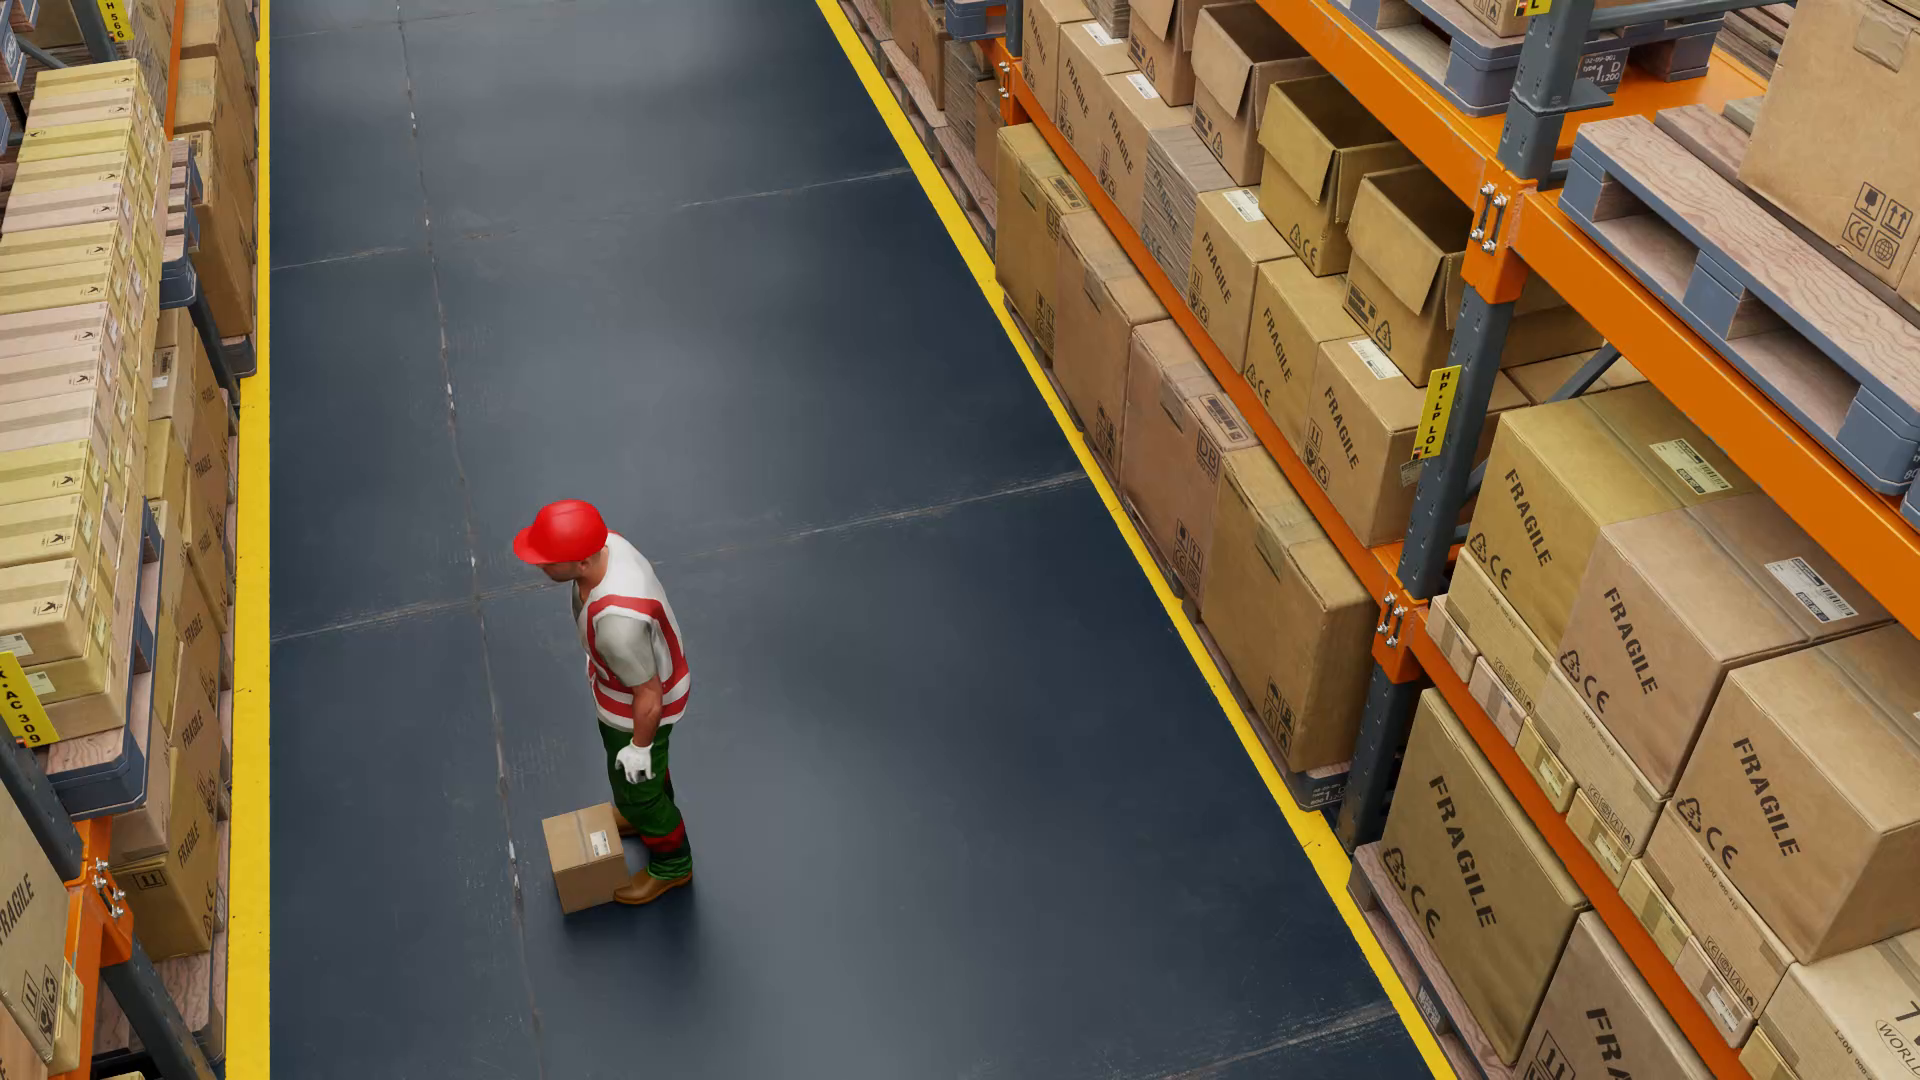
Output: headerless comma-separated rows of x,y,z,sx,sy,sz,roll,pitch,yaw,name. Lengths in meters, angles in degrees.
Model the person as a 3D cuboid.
-1.132,0.530,5.559,0.454,1.777,0.605,-14,44,-15,person
